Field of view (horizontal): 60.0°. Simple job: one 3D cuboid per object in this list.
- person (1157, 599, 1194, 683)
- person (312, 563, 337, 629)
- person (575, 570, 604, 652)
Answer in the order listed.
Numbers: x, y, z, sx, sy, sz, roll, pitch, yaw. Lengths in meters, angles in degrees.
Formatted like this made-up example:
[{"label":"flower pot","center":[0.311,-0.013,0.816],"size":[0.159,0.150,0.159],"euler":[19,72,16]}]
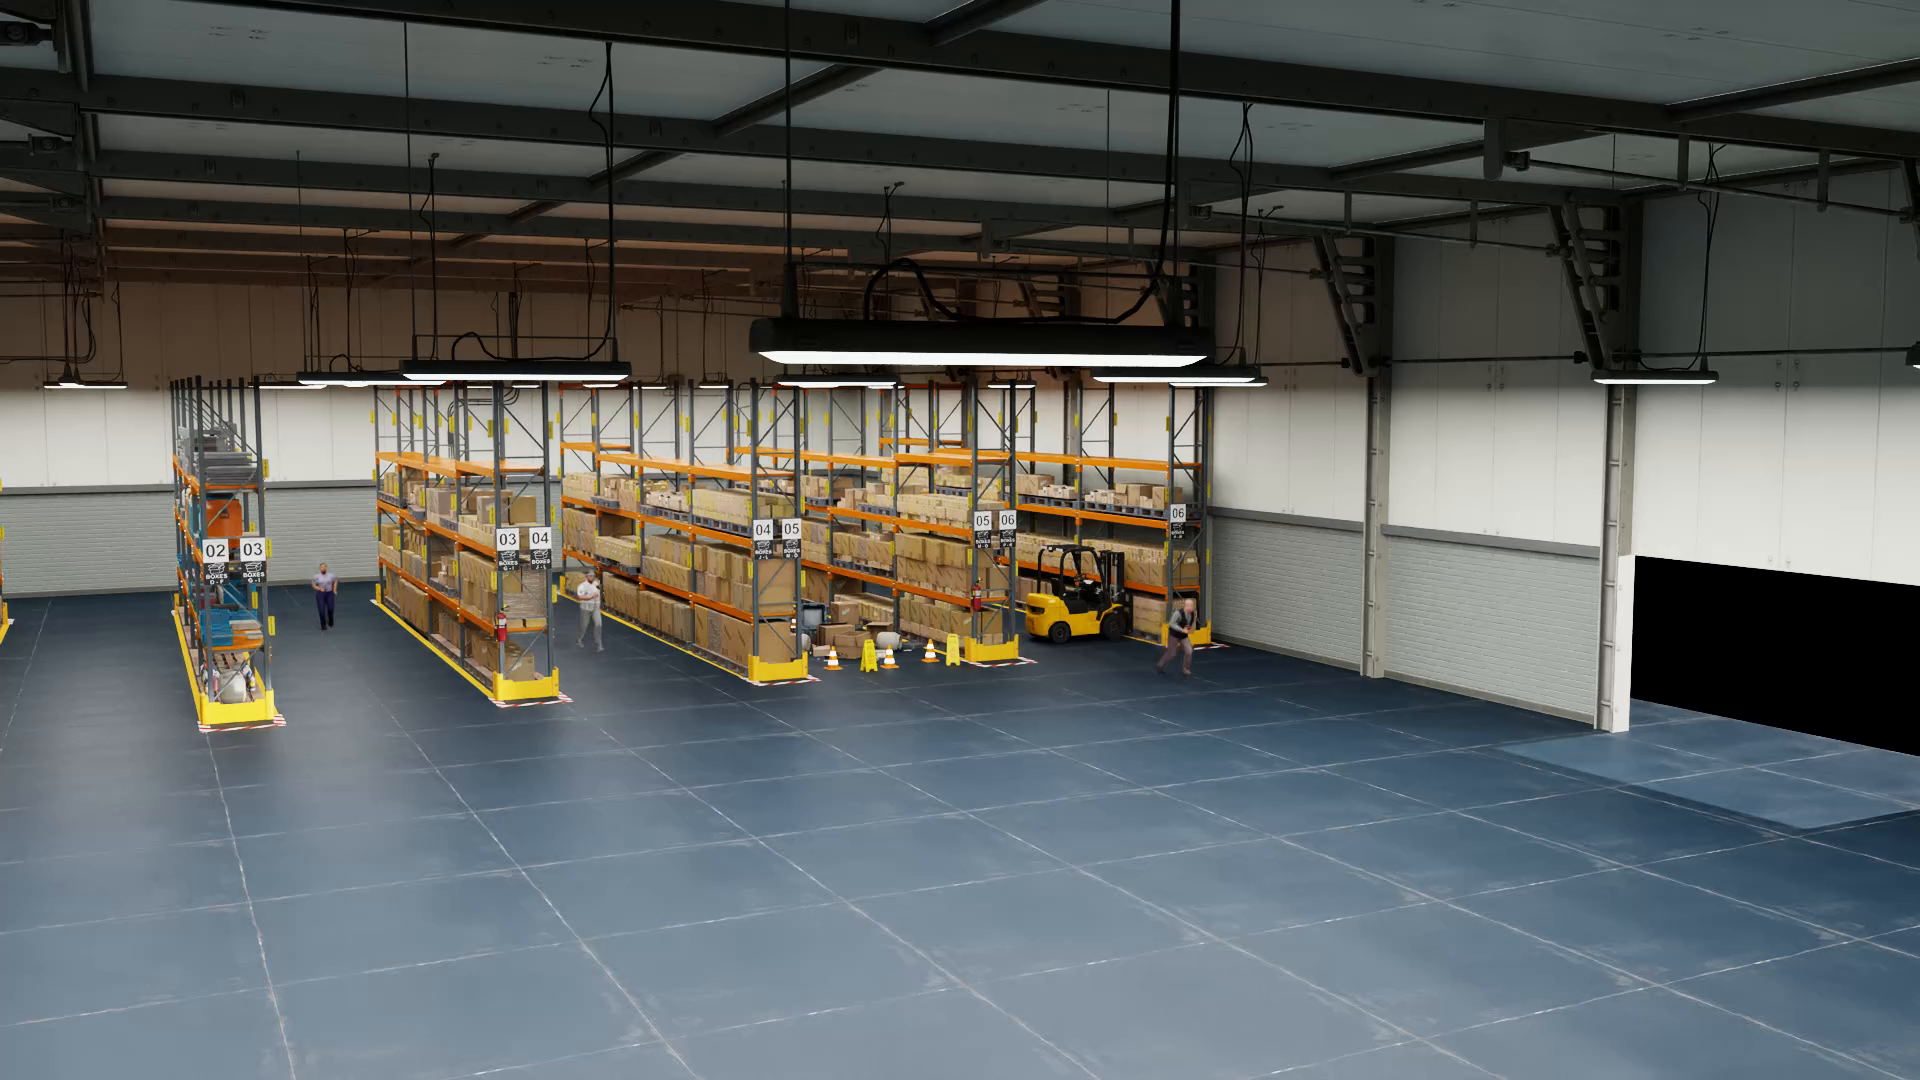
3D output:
[{"label":"person","center":[4.313,1.982,33.167],"size":[0.700,1.684,0.991],"euler":[-4,6,-38]},{"label":"person","center":[-15.275,1.358,40.029],"size":[0.591,1.609,0.577],"euler":[-2,6,-26]},{"label":"person","center":[-8.227,1.547,36.877],"size":[0.641,1.816,0.915],"euler":[-5,7,-43]}]
